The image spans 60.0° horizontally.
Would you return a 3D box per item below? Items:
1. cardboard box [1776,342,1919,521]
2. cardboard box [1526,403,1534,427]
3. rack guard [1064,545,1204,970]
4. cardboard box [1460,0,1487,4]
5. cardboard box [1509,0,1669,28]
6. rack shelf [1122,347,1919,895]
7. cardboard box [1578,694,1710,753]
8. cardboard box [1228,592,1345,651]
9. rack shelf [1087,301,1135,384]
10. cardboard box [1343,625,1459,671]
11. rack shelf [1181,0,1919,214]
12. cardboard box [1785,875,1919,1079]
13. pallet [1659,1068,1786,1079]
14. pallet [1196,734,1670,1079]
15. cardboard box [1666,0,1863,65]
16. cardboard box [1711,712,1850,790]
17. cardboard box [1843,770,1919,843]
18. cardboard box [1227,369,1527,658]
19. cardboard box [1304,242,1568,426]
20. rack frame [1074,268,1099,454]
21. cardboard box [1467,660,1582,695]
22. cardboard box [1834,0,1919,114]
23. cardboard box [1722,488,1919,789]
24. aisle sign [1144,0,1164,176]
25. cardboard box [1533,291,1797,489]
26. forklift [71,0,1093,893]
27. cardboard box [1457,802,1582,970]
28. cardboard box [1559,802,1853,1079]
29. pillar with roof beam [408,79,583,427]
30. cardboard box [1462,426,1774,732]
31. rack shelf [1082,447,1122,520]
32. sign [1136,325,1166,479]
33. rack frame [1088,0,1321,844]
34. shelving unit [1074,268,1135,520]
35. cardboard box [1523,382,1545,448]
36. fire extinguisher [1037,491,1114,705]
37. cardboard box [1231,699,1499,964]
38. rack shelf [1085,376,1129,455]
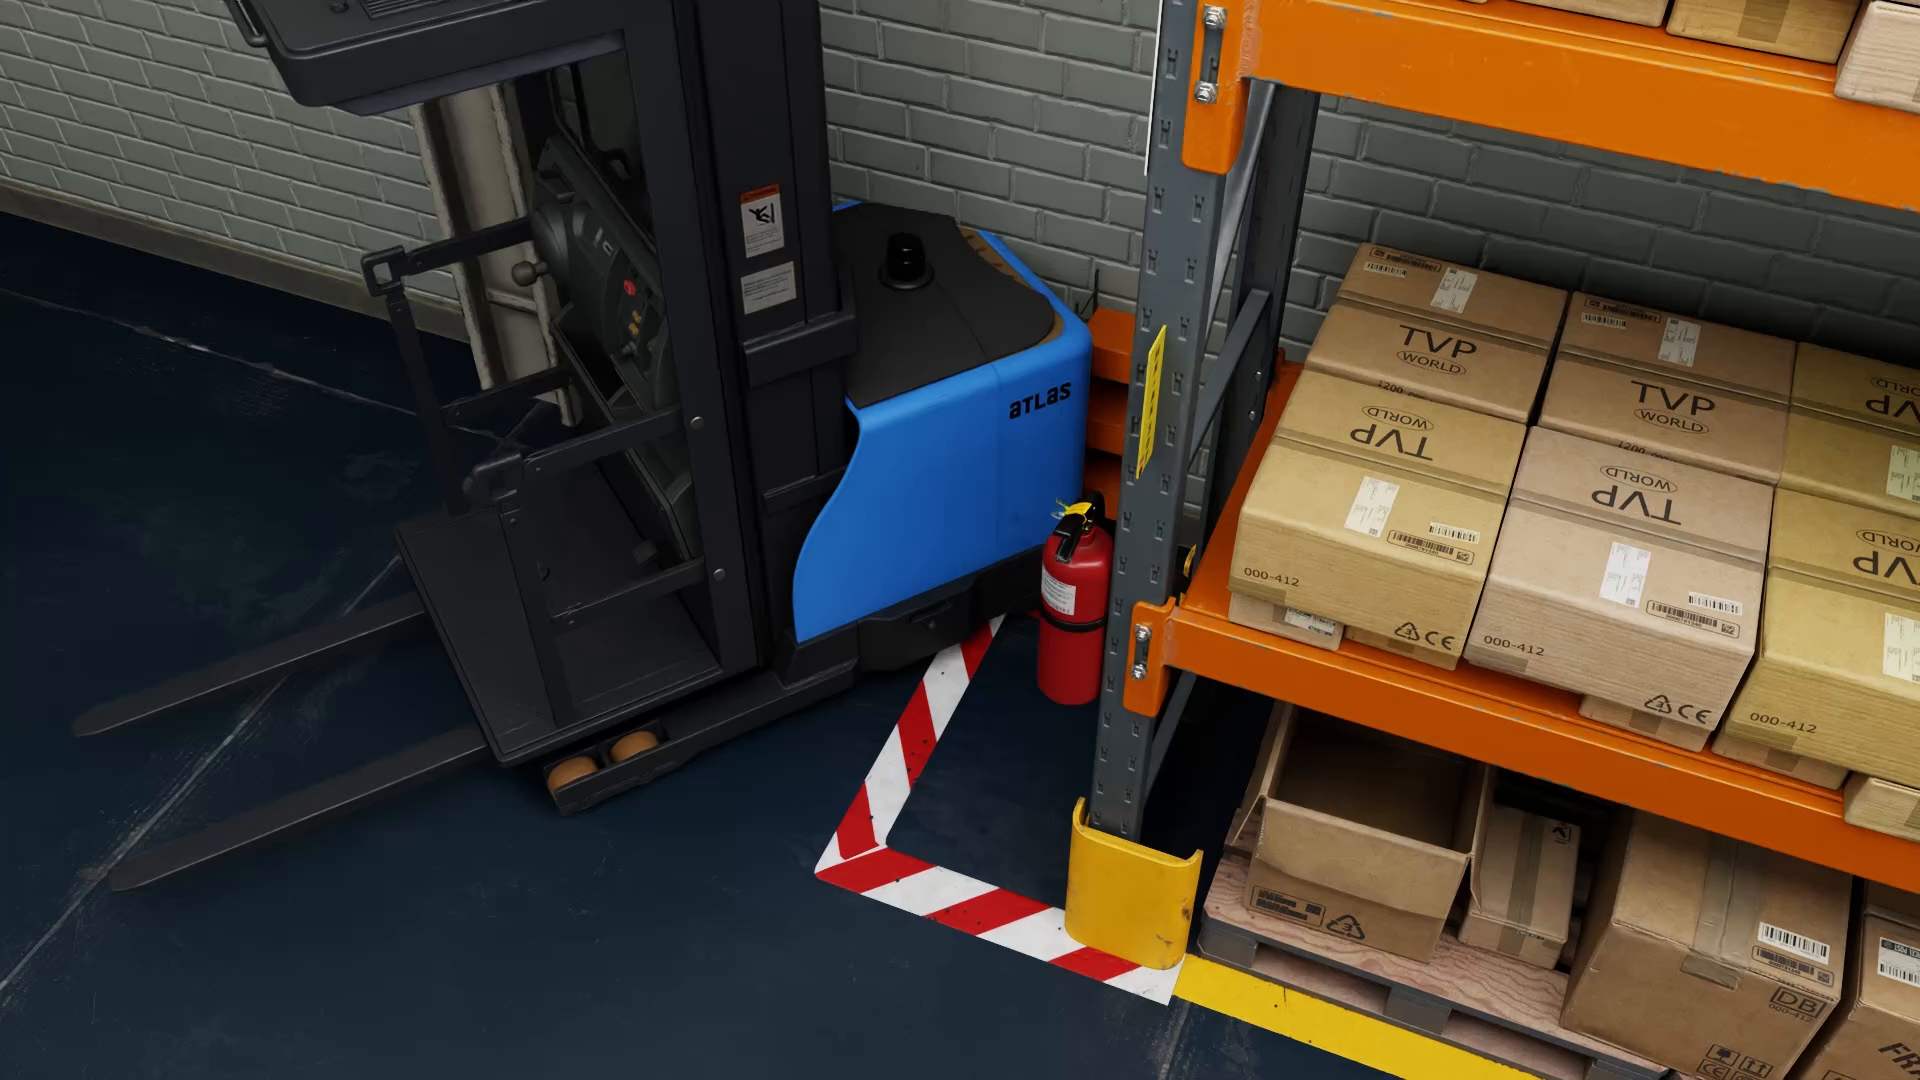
[{"bbox_3d":[2.043,-0.137,3.657,0.500,0.250,0.500,18,48,17],"label":"cardboard box"},{"bbox_3d":[1.206,-0.202,4.005,0.250,0.149,0.380,18,48,17],"label":"cardboard box"},{"bbox_3d":[0.656,0.591,4.802,0.348,0.500,1.175,16,47,16],"label":"rack guard"},{"bbox_3d":[0.791,-1.052,2.732,0.250,0.149,0.380,17,47,17],"label":"cardboard box"},{"bbox_3d":[1.043,-0.998,2.678,0.250,0.149,0.380,17,47,17],"label":"cardboard box"},{"bbox_3d":[2.432,0.482,3.649,4.000,0.370,1.077,16,47,16],"label":"rack shelf"},{"bbox_3d":[1.502,0.237,3.563,0.250,0.149,0.380,18,48,17],"label":"cardboard box"},{"bbox_3d":[0.784,0.041,3.760,0.250,0.149,0.380,16,47,16],"label":"cardboard box"},{"bbox_3d":[0.499,-0.553,5.161,0.240,0.259,0.215,16,45,17],"label":"rack shelf"},{"bbox_3d":[1.036,0.080,3.721,0.250,0.149,0.380,17,47,17],"label":"cardboard box"},{"bbox_3d":[2.432,-0.581,2.591,4.000,0.370,1.077,16,47,16],"label":"rack shelf"},{"bbox_3d":[2.337,1.115,3.977,0.500,0.500,0.500,17,47,17],"label":"cardboard box"},{"bbox_3d":[2.514,1.242,4.353,1.213,0.211,1.003,16,47,16],"label":"pallet"},{"bbox_3d":[1.392,0.909,4.687,1.213,0.211,1.003,16,47,16],"label":"pallet"},{"bbox_3d":[1.273,-0.917,2.597,0.250,0.149,0.380,17,47,16],"label":"cardboard box"},{"bbox_3d":[1.749,0.306,3.494,0.250,0.149,0.380,17,47,16],"label":"cardboard box"},{"bbox_3d":[1.954,0.423,3.376,0.250,0.149,0.380,15,47,15],"label":"cardboard box"},{"bbox_3d":[0.901,-0.069,3.588,0.500,0.250,0.500,17,47,16],"label":"cardboard box"},{"bbox_3d":[1.113,-0.416,3.937,0.500,0.250,0.500,18,48,17],"label":"cardboard box"},{"bbox_3d":[0.388,-0.383,5.381,0.008,1.050,0.200,16,45,17],"label":"rack frame"},{"bbox_3d":[1.292,0.129,3.672,0.250,0.149,0.380,16,47,15],"label":"cardboard box"},{"bbox_3d":[1.463,-0.782,2.461,0.250,0.149,0.380,17,47,17],"label":"cardboard box"},{"bbox_3d":[1.835,0.203,3.315,0.500,0.250,0.500,16,47,15],"label":"cardboard box"},{"bbox_3d":[0.410,-1.065,2.850,0.004,0.787,0.394,16,47,16],"label":"aisle sign"},{"bbox_3d":[1.588,-0.275,3.795,0.500,0.250,0.500,17,47,16],"label":"cardboard box"},{"bbox_3d":[-1.133,-0.663,4.338,3.031,2.935,1.130,-22,49,-20],"label":"forklift"},{"bbox_3d":[1.491,0.915,4.428,0.250,0.149,0.380,15,47,14],"label":"cardboard box"},{"bbox_3d":[1.888,0.907,4.186,0.500,0.500,0.700,18,48,17],"label":"cardboard box"},{"bbox_3d":[-3.213,-0.959,0.334,0.400,9.000,9.100,16,47,16],"label":"pillar with roof beam"},{"bbox_3d":[1.366,0.067,3.451,0.500,0.250,0.500,17,47,16],"label":"cardboard box"},{"bbox_3d":[0.503,-0.139,5.541,0.240,0.259,0.215,16,45,17],"label":"rack shelf"},{"bbox_3d":[0.377,-0.269,3.280,0.005,0.325,0.100,16,47,16],"label":"sign"},{"bbox_3d":[0.586,-0.316,3.941,0.127,3.000,1.000,16,47,16],"label":"rack frame"},{"bbox_3d":[0.501,-0.352,5.346,0.252,1.050,0.215,16,45,17],"label":"shelving unit"},{"bbox_3d":[1.483,-0.186,3.989,0.250,0.149,0.380,15,47,15],"label":"cardboard box"},{"bbox_3d":[0.272,0.105,3.837,0.183,0.674,0.296,16,47,16],"label":"fire extinguisher"},{"bbox_3d":[1.114,0.648,4.444,0.637,0.503,0.797,15,47,14],"label":"cardboard box"},{"bbox_3d":[0.501,-0.344,5.353,0.240,0.259,0.215,16,45,17],"label":"rack shelf"}]
